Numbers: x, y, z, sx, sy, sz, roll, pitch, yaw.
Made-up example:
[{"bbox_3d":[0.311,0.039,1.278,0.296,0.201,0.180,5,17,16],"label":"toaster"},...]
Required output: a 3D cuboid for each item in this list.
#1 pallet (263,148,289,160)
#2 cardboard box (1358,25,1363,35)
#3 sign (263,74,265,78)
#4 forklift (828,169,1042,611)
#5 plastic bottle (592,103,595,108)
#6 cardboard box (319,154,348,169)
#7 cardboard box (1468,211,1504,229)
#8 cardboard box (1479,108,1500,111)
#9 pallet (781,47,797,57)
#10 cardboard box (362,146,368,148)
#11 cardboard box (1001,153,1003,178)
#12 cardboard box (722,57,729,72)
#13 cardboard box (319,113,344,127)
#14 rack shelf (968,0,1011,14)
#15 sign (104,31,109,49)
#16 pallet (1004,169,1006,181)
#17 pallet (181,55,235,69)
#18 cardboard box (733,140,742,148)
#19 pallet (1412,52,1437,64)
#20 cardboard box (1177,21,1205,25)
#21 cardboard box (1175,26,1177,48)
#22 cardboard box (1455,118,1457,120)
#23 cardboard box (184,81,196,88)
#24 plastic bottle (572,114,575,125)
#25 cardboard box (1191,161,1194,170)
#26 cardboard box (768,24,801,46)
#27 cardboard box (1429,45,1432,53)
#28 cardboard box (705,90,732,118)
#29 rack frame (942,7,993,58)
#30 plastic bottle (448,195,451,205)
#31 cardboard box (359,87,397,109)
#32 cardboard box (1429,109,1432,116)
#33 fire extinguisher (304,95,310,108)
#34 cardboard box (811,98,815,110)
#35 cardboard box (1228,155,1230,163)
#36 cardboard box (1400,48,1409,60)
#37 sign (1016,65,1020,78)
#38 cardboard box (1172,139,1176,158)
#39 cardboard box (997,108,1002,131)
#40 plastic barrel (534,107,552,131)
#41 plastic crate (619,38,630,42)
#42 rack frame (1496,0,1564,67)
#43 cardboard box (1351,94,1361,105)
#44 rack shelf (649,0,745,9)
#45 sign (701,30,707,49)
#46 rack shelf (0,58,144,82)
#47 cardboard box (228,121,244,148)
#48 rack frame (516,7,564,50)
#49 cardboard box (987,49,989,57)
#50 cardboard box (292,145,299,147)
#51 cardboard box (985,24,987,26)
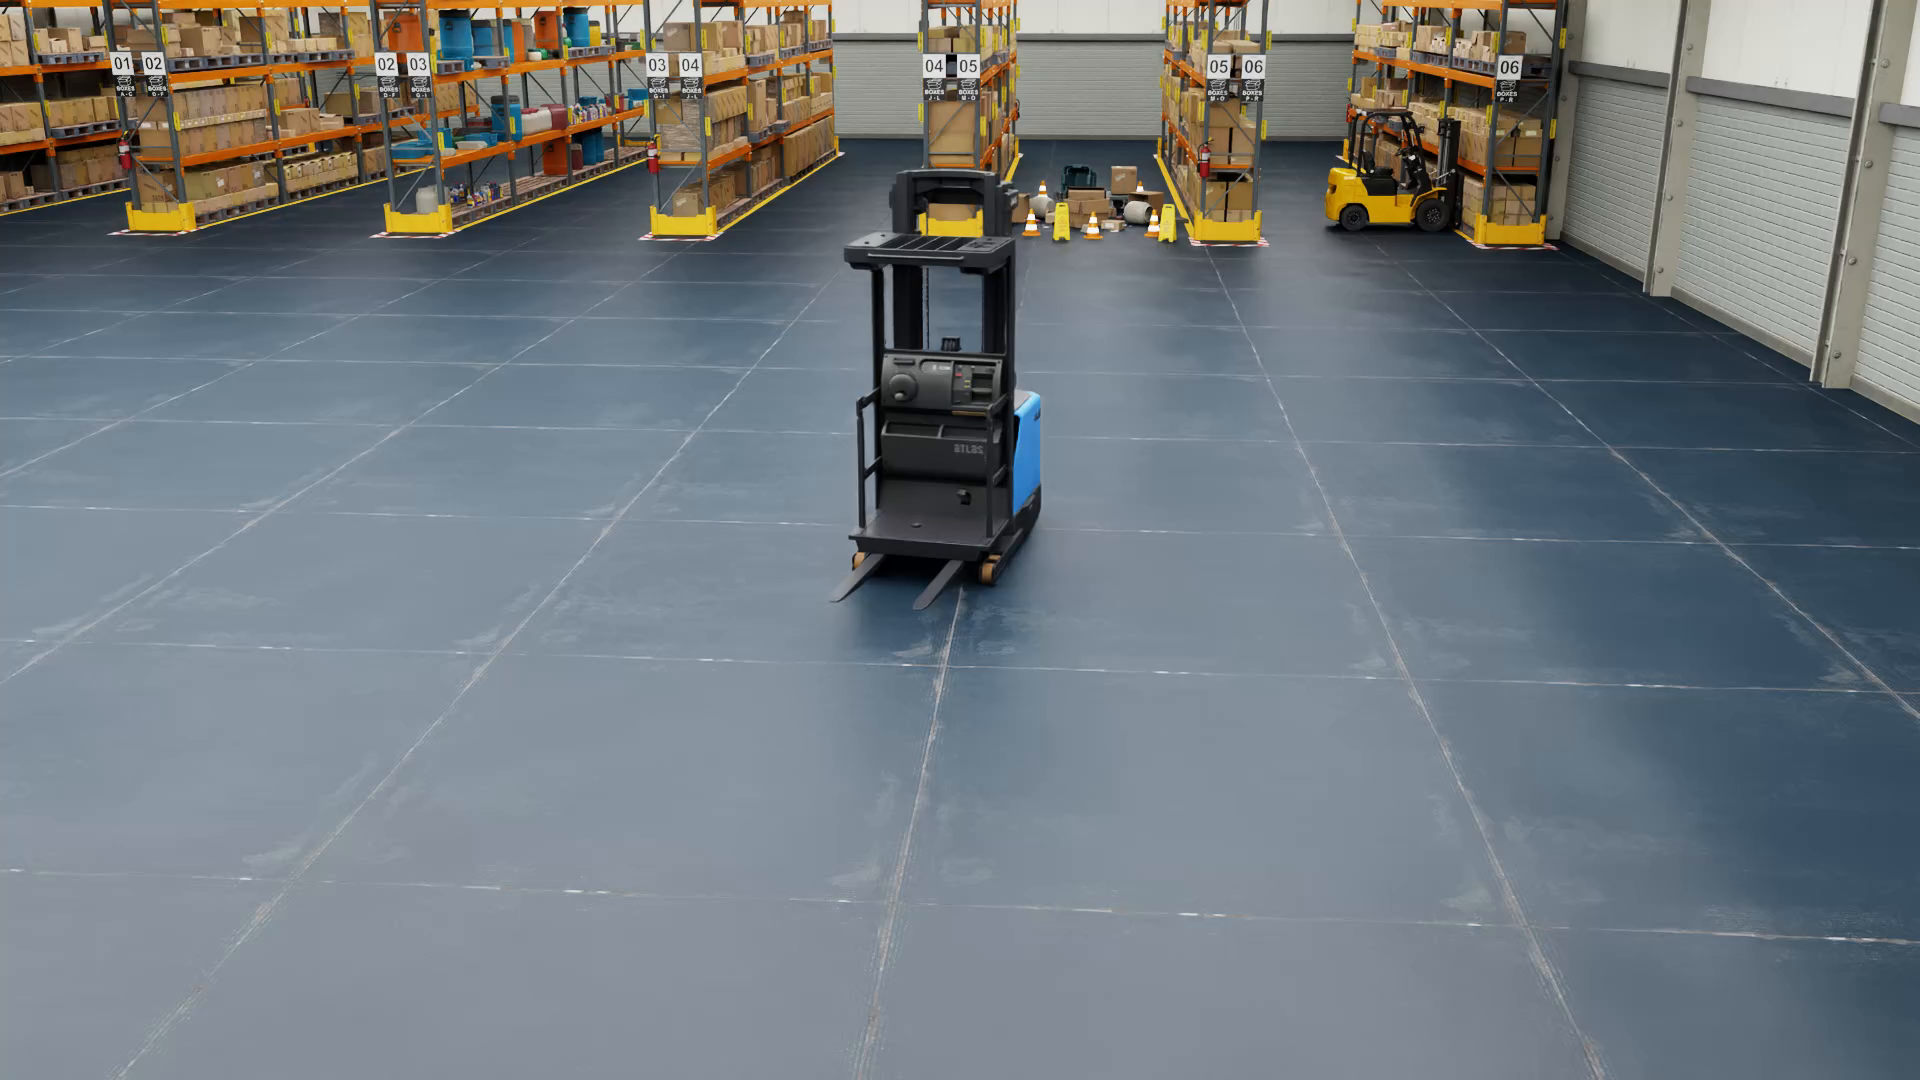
[{"bbox_3d":[-18.829,-10.395,44.808,1.003,0.211,1.213,1,18,4],"label":"pallet"},{"bbox_3d":[10.560,-13.129,42.816,0.500,0.250,0.500,1,18,4],"label":"cardboard box"},{"bbox_3d":[-19.313,-12.811,46.187,0.100,0.325,0.005,1,18,4],"label":"sign"},{"bbox_3d":[-0.192,-1.191,12.349,1.130,2.935,3.031,5,19,14],"label":"forklift"},{"bbox_3d":[-9.049,-10.572,40.948,0.144,0.351,0.185,1,18,4],"label":"plastic bottle"},{"bbox_3d":[-14.215,-8.584,37.643,0.500,0.311,0.500,1,18,3],"label":"cardboard box"},{"bbox_3d":[9.469,-5.762,29.933,0.500,0.250,0.500,1,18,4],"label":"cardboard box"},{"bbox_3d":[10.256,-8.273,32.173,0.380,0.149,0.250,1,18,2],"label":"cardboard box"},{"bbox_3d":[-4.441,-11.416,38.932,1.003,0.211,1.213,2,18,6],"label":"pallet"},{"bbox_3d":[-14.522,-9.232,40.088,0.500,0.500,0.500,1,18,2],"label":"cardboard box"},{"bbox_3d":[0.733,-8.615,38.239,0.500,0.500,0.500,1,18,2],"label":"cardboard box"},{"bbox_3d":[-4.690,-9.021,31.560,0.500,0.250,0.500,2,18,6],"label":"cardboard box"},{"bbox_3d":[-14.462,-9.600,38.046,0.500,0.311,0.500,2,18,7],"label":"cardboard box"},{"bbox_3d":[0.572,-12.330,38.398,1.077,0.370,4.000,1,18,4],"label":"rack shelf"},{"bbox_3d":[-15.506,-9.095,30.249,0.100,0.325,0.005,1,18,4],"label":"sign"},{"bbox_3d":[0.576,-8.685,39.590,1.003,0.211,1.213,1,18,4],"label":"pallet"},{"bbox_3d":[-14.805,-9.252,32.166,1.003,0.211,1.213,1,18,4],"label":"pallet"},{"bbox_3d":[-4.533,-7.863,33.006,0.380,0.149,0.250,1,18,4],"label":"cardboard box"},{"bbox_3d":[10.364,-10.324,35.599,1.213,0.211,1.003,2,18,6],"label":"pallet"},{"bbox_3d":[5.724,-12.694,41.528,0.797,0.503,0.637,3,18,8],"label":"cardboard box"},{"bbox_3d":[5.210,-11.537,38.163,0.500,0.500,0.500,1,18,4],"label":"cardboard box"},{"bbox_3d":[9.652,-7.984,31.770,0.380,0.149,0.250,2,18,5],"label":"cardboard box"},{"bbox_3d":[-18.944,-11.035,40.407,0.500,0.250,0.500,1,18,3],"label":"cardboard box"},{"bbox_3d":[-9.030,-9.815,38.748,0.061,0.283,0.133,1,18,4],"label":"plastic bottle"},{"bbox_3d":[4.670,-7.252,32.232,0.380,0.149,0.250,2,18,6],"label":"cardboard box"},{"bbox_3d":[-4.257,-12.266,40.388,0.700,0.500,0.500,2,18,5],"label":"cardboard box"},{"bbox_3d":[9.868,-10.100,34.180,0.380,0.149,0.250,1,18,3],"label":"cardboard box"},{"bbox_3d":[-4.667,-8.342,31.820,0.500,0.500,0.500,1,18,4],"label":"cardboard box"},{"bbox_3d":[0.141,-10.998,32.536,1.000,3.000,0.127,1,18,4],"label":"rack frame"},{"bbox_3d":[-10.150,-6.741,32.966,0.097,0.201,0.097,0,18,0],"label":"plastic bottle"},{"bbox_3d":[-14.349,-10.886,40.994,0.700,0.500,0.500,4,19,13],"label":"cardboard box"},{"bbox_3d":[9.902,-8.823,34.330,0.380,0.149,0.250,1,18,4],"label":"cardboard box"},{"bbox_3d":[-18.289,-12.171,46.472,0.296,0.674,0.183,1,18,4],"label":"fire extinguisher"},{"bbox_3d":[-3.930,-10.984,41.891,0.500,0.250,0.500,1,18,3],"label":"cardboard box"},{"bbox_3d":[5.034,-6.886,30.025,0.380,0.149,0.250,2,18,5],"label":"cardboard box"},{"bbox_3d":[10.154,-10.876,37.222,0.500,0.250,0.500,1,18,4],"label":"cardboard box"},{"bbox_3d":[1.554,-12.556,44.558,0.100,0.325,0.005,1,18,4],"label":"sign"},{"bbox_3d":[5.875,-10.006,42.582,0.875,0.438,0.875,1,18,2],"label":"cardboard box"},{"bbox_3d":[0.664,-9.291,36.801,0.500,0.500,0.500,1,18,4],"label":"cardboard box"},{"bbox_3d":[-9.313,-9.371,37.026,0.421,0.512,0.421,0,18,0],"label":"plastic barrel"},{"bbox_3d":[-9.184,-13.377,44.823,0.497,0.269,0.590,1,18,4],"label":"plastic crate"},{"bbox_3d":[9.750,-9.567,28.169,1.000,3.000,0.127,1,18,4],"label":"rack frame"},{"bbox_3d":[10.596,-11.621,43.834,0.500,0.250,0.500,1,18,4],"label":"cardboard box"},{"bbox_3d":[-4.942,-10.176,31.187,1.077,0.370,4.000,1,18,4],"label":"rack shelf"},{"bbox_3d":[-4.544,-8.876,29.473,0.100,0.325,0.005,1,18,4],"label":"sign"},{"bbox_3d":[-19.477,-10.326,36.457,1.077,0.370,4.000,1,18,4],"label":"rack shelf"},{"bbox_3d":[-14.776,-8.102,33.170,0.700,0.500,0.500,2,18,5],"label":"cardboard box"},{"bbox_3d":[-9.452,-12.493,37.099,1.000,3.000,0.127,1,18,4],"label":"rack frame"},{"bbox_3d":[0.345,-9.185,31.387,0.380,0.149,0.250,1,18,3],"label":"cardboard box"},{"bbox_3d":[-18.711,-11.140,45.944,0.700,0.500,0.500,1,18,4],"label":"cardboard box"},{"bbox_3d":[0.748,-11.586,37.758,0.396,0.266,0.258,1,18,4],"label":"cardboard box"}]
